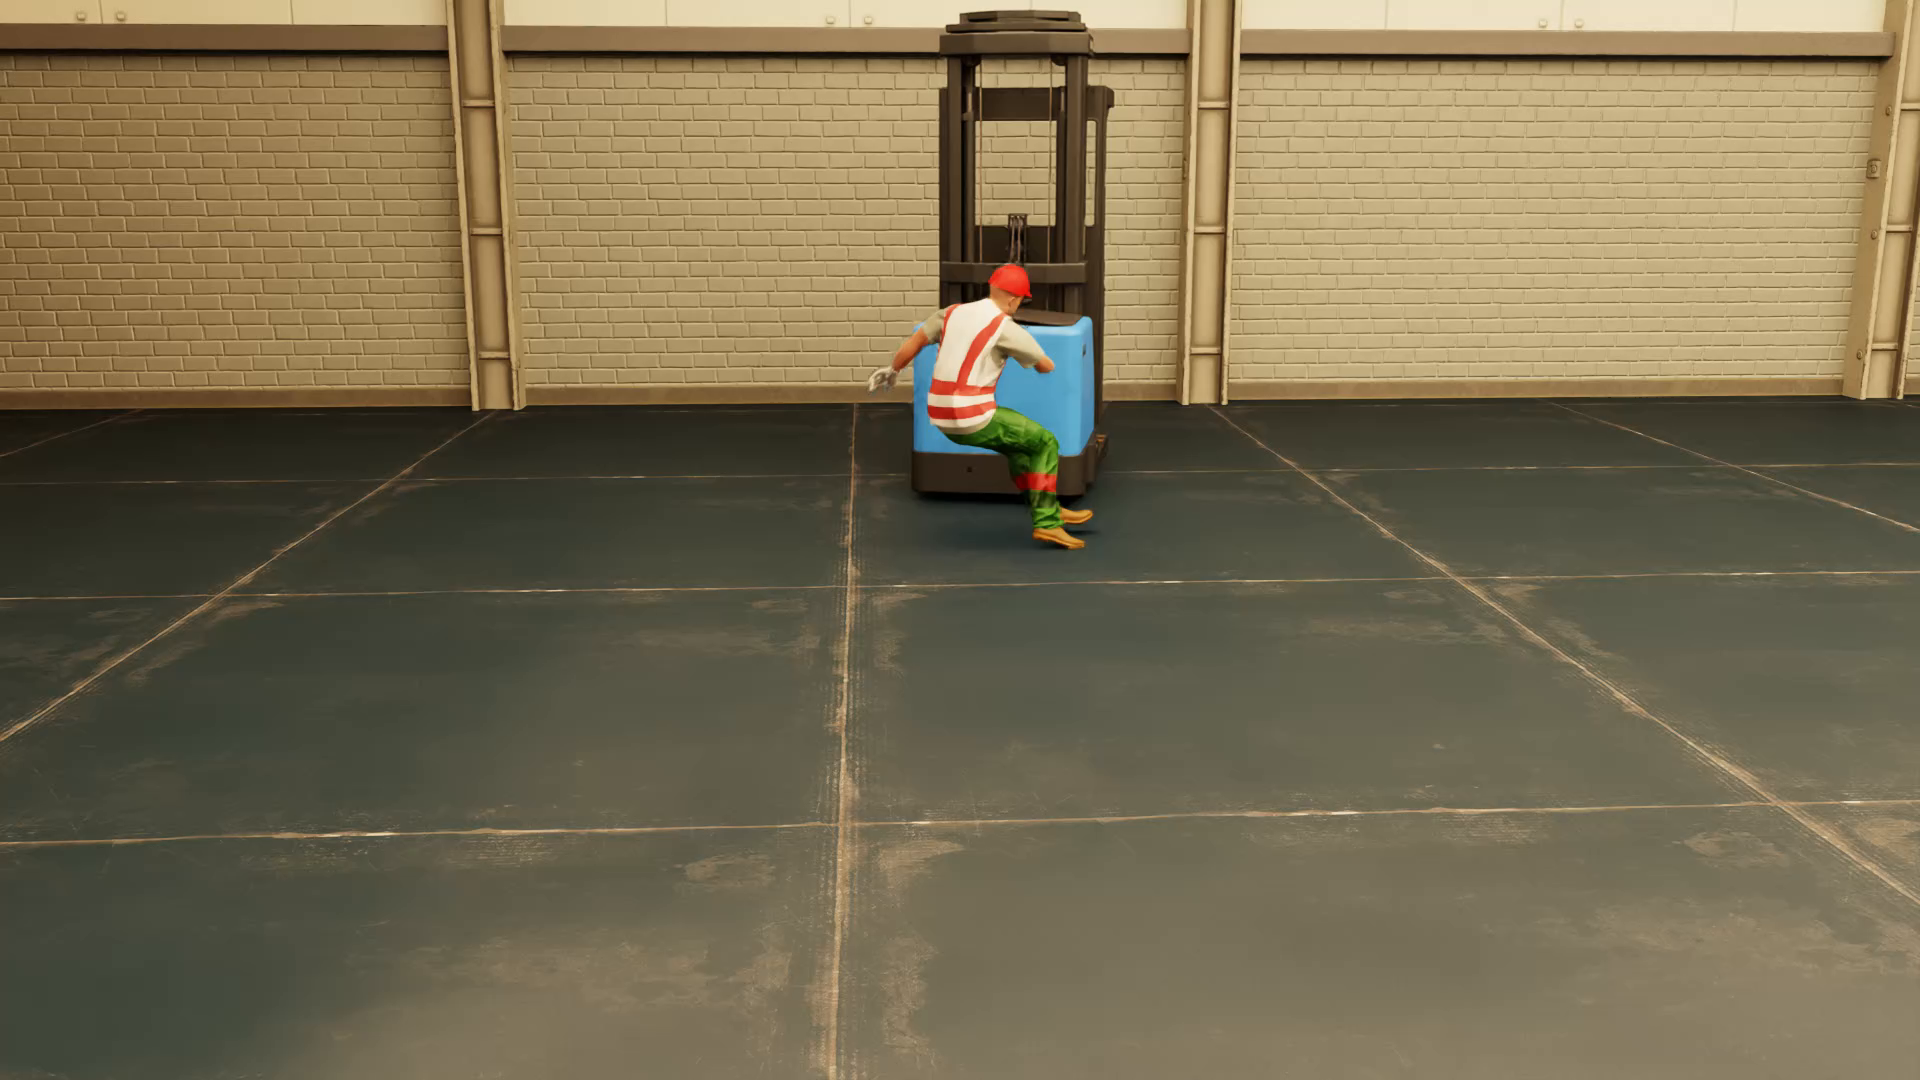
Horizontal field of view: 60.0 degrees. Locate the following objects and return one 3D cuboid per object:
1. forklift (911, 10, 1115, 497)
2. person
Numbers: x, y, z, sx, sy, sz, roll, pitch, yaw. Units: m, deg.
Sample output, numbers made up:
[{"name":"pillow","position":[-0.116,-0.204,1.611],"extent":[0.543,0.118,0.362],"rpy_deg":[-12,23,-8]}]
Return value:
[{"name":"forklift","position":[0.445,-1.968,11.171],"extent":[1.130,2.935,3.031],"rpy_deg":[2,13,9]},{"name":"person","position":[0.184,-0.750,9.072],"extent":[0.965,1.507,1.087],"rpy_deg":[-10,16,-38]}]
